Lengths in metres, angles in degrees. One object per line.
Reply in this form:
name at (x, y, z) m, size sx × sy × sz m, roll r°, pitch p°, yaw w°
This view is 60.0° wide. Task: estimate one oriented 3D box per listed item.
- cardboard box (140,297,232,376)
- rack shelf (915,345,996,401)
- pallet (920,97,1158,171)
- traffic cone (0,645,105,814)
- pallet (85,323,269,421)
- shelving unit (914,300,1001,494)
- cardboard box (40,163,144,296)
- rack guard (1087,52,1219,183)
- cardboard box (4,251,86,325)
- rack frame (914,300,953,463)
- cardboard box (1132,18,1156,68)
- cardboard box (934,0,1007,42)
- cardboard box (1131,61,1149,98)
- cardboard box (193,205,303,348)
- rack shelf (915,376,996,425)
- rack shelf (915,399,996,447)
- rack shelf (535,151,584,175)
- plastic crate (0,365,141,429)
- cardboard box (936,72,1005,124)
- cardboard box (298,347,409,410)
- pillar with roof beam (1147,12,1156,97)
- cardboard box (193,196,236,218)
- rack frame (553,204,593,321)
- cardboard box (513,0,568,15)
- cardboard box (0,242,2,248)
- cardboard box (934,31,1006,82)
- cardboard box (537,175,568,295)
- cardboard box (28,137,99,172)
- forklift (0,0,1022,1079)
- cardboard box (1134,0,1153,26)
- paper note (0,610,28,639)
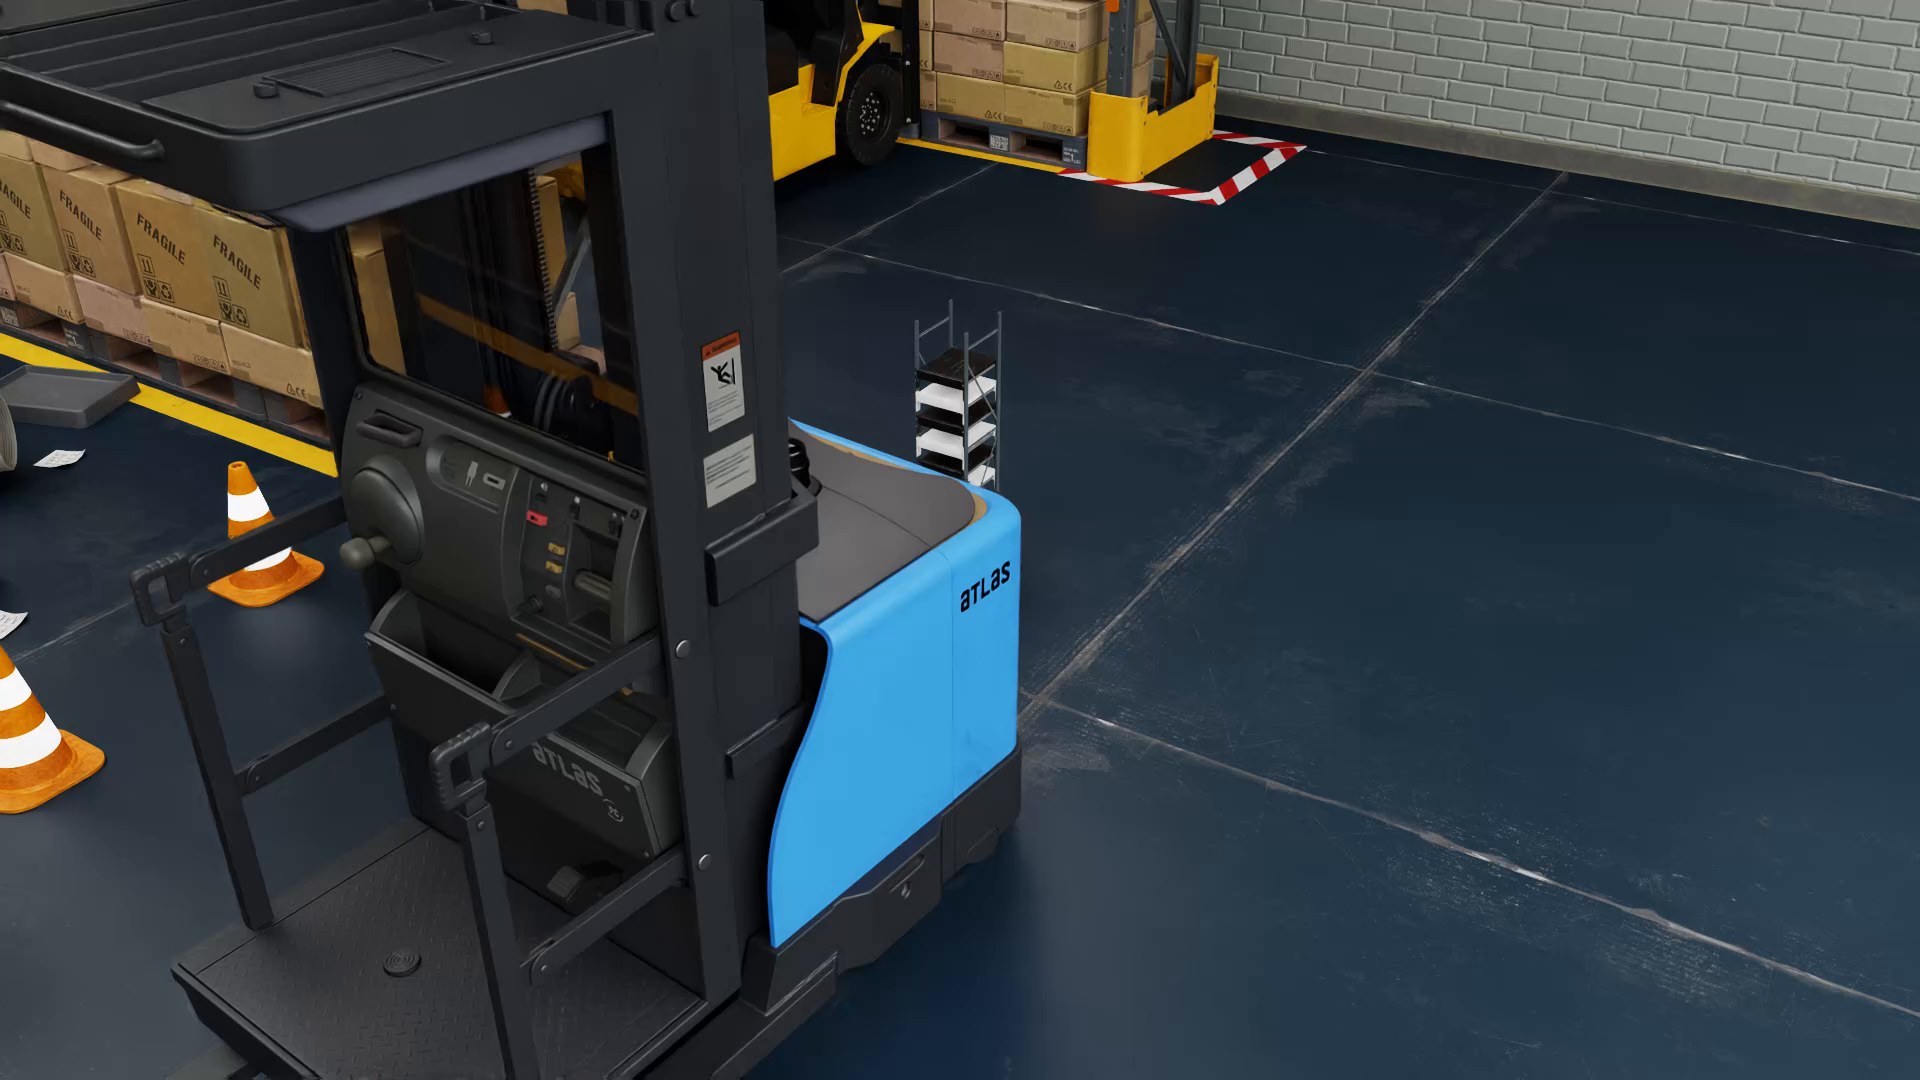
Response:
cardboard box at (-3.168, -0.968, 7.245) m, size 0.500 × 0.250 × 0.500 m, roll 16°, pitch 34°, yaw 26°
rack shelf at (-0.007, -0.595, 5.908) m, size 0.200 × 0.077 × 0.258 m, roll 18°, pitch 35°, yaw 27°
pallet at (0.507, -2.695, 10.660) m, size 1.213 × 0.211 × 1.003 m, roll 18°, pitch 35°, yaw 27°
traffic cone at (-2.811, 0.503, 4.929) m, size 0.334 × 0.463 × 0.336 m, roll 18°, pitch 35°, yaw 27°
pallet at (-3.222, -0.969, 7.701) m, size 1.213 × 0.211 × 1.003 m, roll 18°, pitch 35°, yaw 27°
shelving unit at (-0.007, -0.391, 6.027) m, size 0.210 × 0.900 × 0.258 m, roll 18°, pitch 35°, yaw 27°
cardboard box at (-3.593, -1.431, 7.294) m, size 0.500 × 0.500 × 0.500 m, roll 20°, pitch 36°, yaw 30°
rack guard at (1.197, -2.626, 10.256) m, size 0.348 × 0.500 × 1.175 m, roll 18°, pitch 35°, yaw 27°
cardboard box at (-4.033, -1.247, 7.722) m, size 0.500 × 0.250 × 0.500 m, roll 20°, pitch 36°, yaw 30°
rack frame at (-0.093, -0.418, 6.074) m, size 0.006 × 0.900 × 0.240 m, roll 18°, pitch 35°, yaw 27°
cardboard box at (0.889, -3.137, 10.466) m, size 0.500 × 0.250 × 0.500 m, roll 18°, pitch 35°, yaw 28°
cardboard box at (0.185, -3.263, 10.186) m, size 0.500 × 0.250 × 0.500 m, roll 18°, pitch 35°, yaw 28°
cardboard box at (0.864, -2.921, 10.593) m, size 0.500 × 0.250 × 0.500 m, roll 18°, pitch 35°, yaw 28°
cardboard box at (-2.720, -1.152, 6.816) m, size 0.500 × 0.500 × 0.500 m, roll 19°, pitch 35°, yaw 29°
rack shelf at (-0.007, -0.518, 5.953) m, size 0.200 × 0.077 × 0.258 m, roll 18°, pitch 35°, yaw 27°
rack shelf at (-0.007, -0.440, 5.998) m, size 0.200 × 0.077 × 0.258 m, roll 18°, pitch 35°, yaw 27°
rack shelf at (-3.153, -1.818, 7.104) m, size 4.000 × 0.370 × 1.077 m, roll 18°, pitch 35°, yaw 27°
plastic crate at (-3.953, -0.633, 7.256) m, size 0.583 × 0.080 × 0.402 m, roll 6°, pitch 31°, yaw 10°
cardboard box at (0.194, -2.835, 10.444) m, size 0.500 × 0.250 × 0.500 m, roll 18°, pitch 35°, yaw 27°
cardboard box at (-2.307, -0.695, 6.776) m, size 0.500 × 0.250 × 0.500 m, roll 17°, pitch 34°, yaw 27°
pillar with roof beam at (-1.223, -5.038, 5.955) m, size 0.400 × 9.000 × 9.100 m, roll 18°, pitch 35°, yaw 27°
cardboard box at (-2.834, -1.433, 6.653) m, size 0.250 × 0.149 × 0.380 m, roll 18°, pitch 35°, yaw 28°
rack frame at (-1.459, -1.593, 6.004) m, size 0.127 × 3.000 × 1.000 m, roll 18°, pitch 35°, yaw 27°
cardboard box at (-1.713, -2.010, 6.324) m, size 0.500 × 0.500 × 0.500 m, roll 17°, pitch 34°, yaw 27°
cardboard box at (-4.491, -1.709, 7.770) m, size 0.500 × 0.500 × 0.500 m, roll 19°, pitch 35°, yaw 30°
cardboard box at (0.179, -3.058, 10.331) m, size 0.500 × 0.250 × 0.500 m, roll 17°, pitch 34°, yaw 27°
cardboard box at (-2.016, -1.251, 6.985) m, size 0.500 × 0.500 × 0.500 m, roll 16°, pitch 34°, yaw 26°
cardboard box at (-3.751, -1.722, 7.149) m, size 0.250 × 0.149 × 0.380 m, roll 20°, pitch 36°, yaw 30°
forklift at (-1.120, 0.002, 3.338) m, size 1.130 × 2.935 × 3.031 m, roll 21°, pitch 36°, yaw 32°
cardboard box at (0.870, -3.348, 10.331) m, size 0.500 × 0.250 × 0.500 m, roll 17°, pitch 34°, yaw 27°
paper note at (-3.318, 0.286, 5.730) m, size 0.142 × 0.019 × 0.148 m, roll 6°, pitch 31°, yaw 10°
